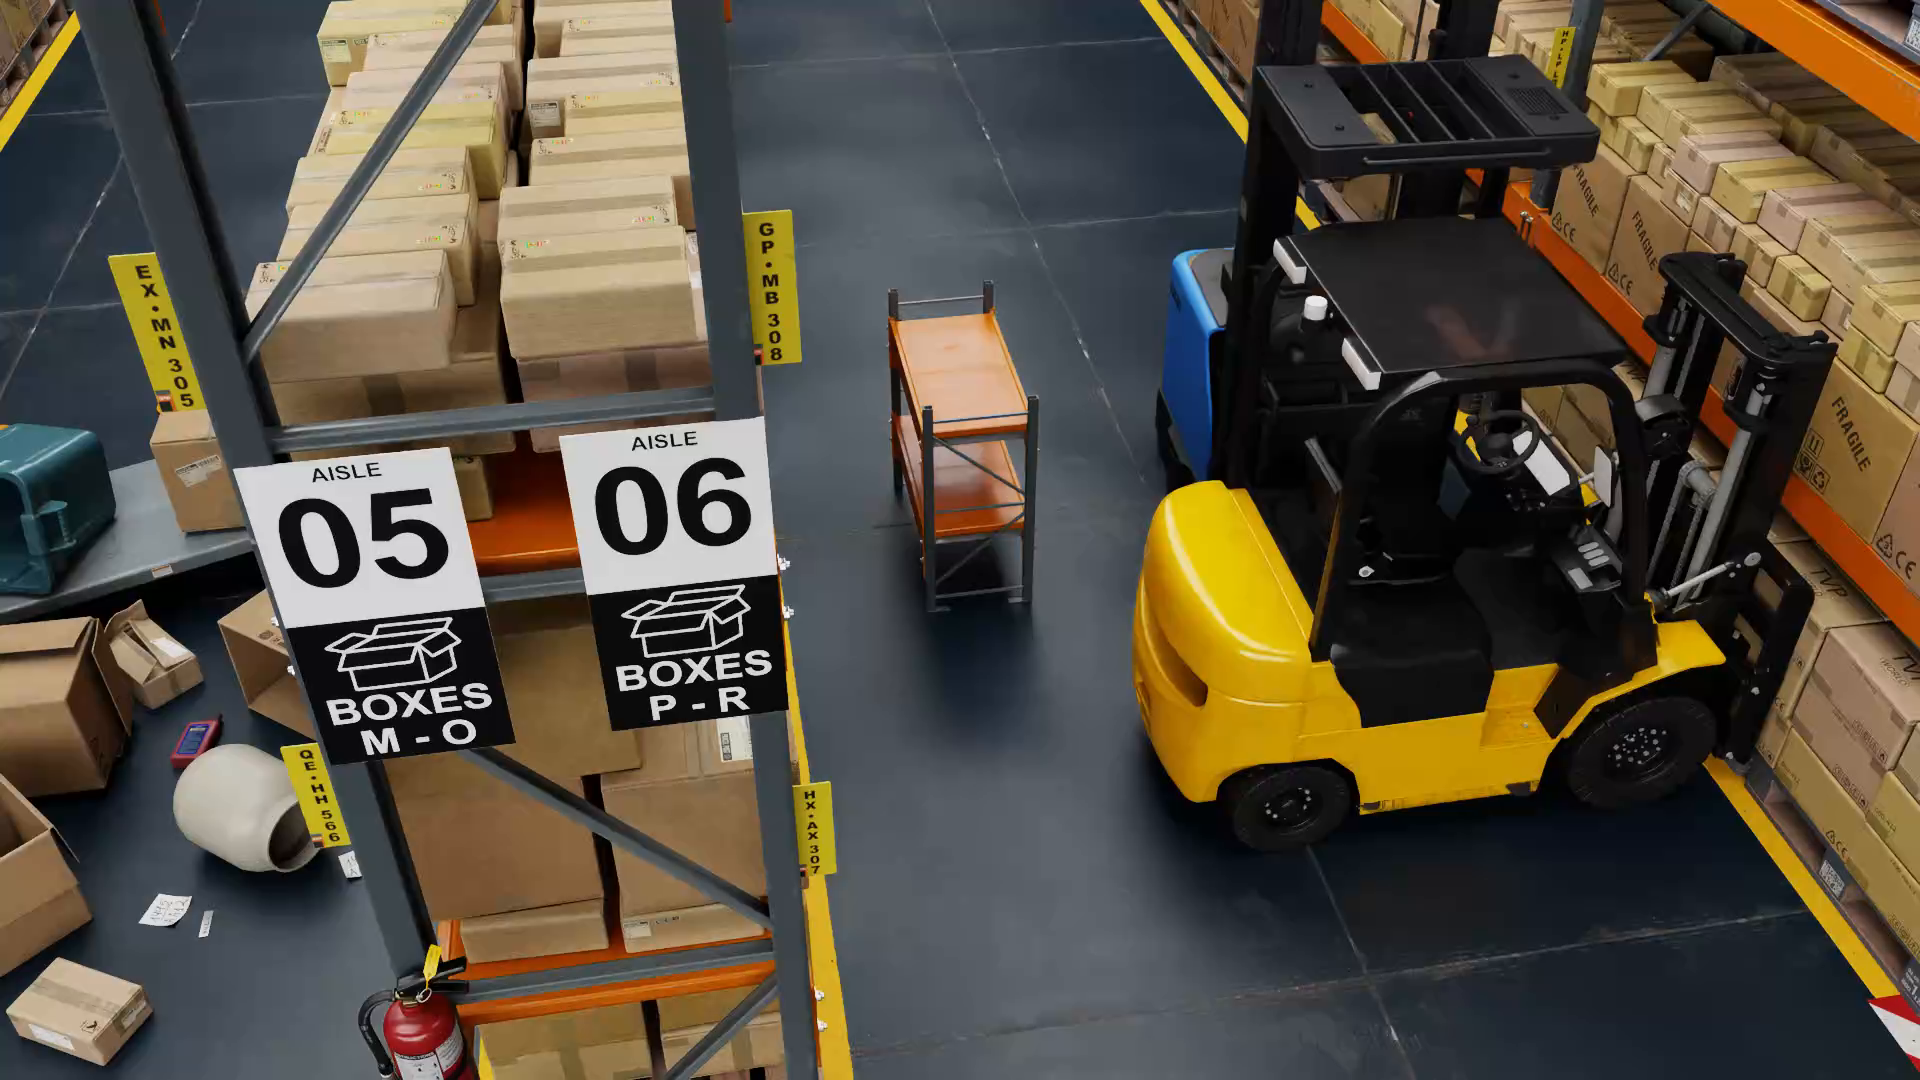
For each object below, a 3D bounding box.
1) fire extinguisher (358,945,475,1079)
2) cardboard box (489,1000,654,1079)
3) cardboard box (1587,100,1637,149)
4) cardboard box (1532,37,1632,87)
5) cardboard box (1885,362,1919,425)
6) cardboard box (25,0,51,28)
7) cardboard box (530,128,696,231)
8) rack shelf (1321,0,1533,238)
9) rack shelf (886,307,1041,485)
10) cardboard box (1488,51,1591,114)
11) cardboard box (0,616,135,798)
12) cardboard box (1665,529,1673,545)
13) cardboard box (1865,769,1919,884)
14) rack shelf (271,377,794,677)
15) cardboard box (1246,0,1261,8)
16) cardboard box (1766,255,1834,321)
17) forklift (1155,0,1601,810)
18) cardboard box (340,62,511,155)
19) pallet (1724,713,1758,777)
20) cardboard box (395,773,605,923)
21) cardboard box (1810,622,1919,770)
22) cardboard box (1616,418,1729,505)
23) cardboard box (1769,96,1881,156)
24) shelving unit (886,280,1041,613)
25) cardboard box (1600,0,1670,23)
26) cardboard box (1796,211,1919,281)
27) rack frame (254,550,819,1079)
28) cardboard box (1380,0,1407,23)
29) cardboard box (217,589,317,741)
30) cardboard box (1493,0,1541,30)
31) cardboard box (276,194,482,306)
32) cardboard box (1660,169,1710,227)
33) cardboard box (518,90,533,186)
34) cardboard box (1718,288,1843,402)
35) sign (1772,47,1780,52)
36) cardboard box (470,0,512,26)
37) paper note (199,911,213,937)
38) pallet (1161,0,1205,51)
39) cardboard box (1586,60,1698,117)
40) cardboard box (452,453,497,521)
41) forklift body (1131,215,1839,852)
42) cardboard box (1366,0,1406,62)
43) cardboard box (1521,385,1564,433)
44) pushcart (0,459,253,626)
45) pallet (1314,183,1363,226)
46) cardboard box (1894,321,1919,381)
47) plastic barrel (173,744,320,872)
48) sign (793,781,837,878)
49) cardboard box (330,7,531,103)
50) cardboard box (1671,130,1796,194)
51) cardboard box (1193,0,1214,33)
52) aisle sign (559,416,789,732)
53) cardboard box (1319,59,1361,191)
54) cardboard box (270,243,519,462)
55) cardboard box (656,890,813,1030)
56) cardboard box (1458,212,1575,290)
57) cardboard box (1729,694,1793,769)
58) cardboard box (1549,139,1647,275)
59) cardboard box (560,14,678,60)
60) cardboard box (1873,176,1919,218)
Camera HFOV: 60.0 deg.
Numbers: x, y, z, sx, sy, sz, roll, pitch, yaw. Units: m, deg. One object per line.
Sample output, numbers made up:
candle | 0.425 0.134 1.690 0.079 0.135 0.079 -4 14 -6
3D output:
fire extinguisher | -1.327 1.263 4.142 0.296 0.674 0.183 -6 38 -8
cardboard box | -1.305 1.560 5.596 0.500 0.250 0.500 -6 38 -8
cardboard box | 3.088 -1.913 7.557 0.380 0.149 0.250 -7 38 -9
cardboard box | 3.013 -2.316 8.076 0.380 0.149 0.250 -5 38 -6
cardboard box | 3.471 -0.519 5.762 0.380 0.149 0.250 -7 38 -9
cardboard box | -7.476 -4.299 12.934 0.500 0.500 0.500 -7 38 -9
cardboard box | -0.798 -0.831 3.885 0.380 0.149 0.250 -6 38 -8
rack shelf | 2.940 -2.762 9.847 1.077 0.370 4.000 -6 38 -8
rack shelf | -0.001 -0.679 7.631 0.538 0.278 1.000 -6 38 -8
cardboard box | 2.953 -2.246 8.310 0.500 0.250 0.500 -7 38 -9
cardboard box | -3.866 0.694 6.736 0.797 0.637 0.503 -6 38 -8
cardboard box | 3.327 0.124 7.037 0.500 0.250 0.500 -6 38 -8
cardboard box | 3.599 1.040 5.858 0.500 0.250 0.500 -7 38 -9
rack shelf | -1.244 -0.995 5.127 1.077 0.370 4.000 -6 38 -8
cardboard box | 2.254 -3.960 11.969 0.380 0.149 0.250 -8 39 -10
cardboard box | 3.339 -0.977 6.352 0.380 0.149 0.250 -7 38 -9
forklift | 1.723 -0.884 6.899 1.130 2.935 3.031 -4 38 -5
cardboard box | -1.344 -1.078 4.203 0.380 0.149 0.250 -6 38 -8
pallet | 3.607 0.486 7.352 1.003 0.211 1.213 -6 38 -8
cardboard box | -1.260 0.659 4.533 0.500 0.500 0.500 -7 38 -9
cardboard box | 3.509 0.551 6.080 0.500 0.250 0.500 -6 38 -7
cardboard box | 3.245 -0.378 7.275 0.500 0.250 0.500 -5 38 -6
cardboard box | 3.707 -1.777 7.139 0.380 0.149 0.250 -7 38 -8
shelving unit | -0.001 -0.448 7.810 0.538 1.125 1.048 -6 38 -8
cardboard box | 3.402 -2.688 8.555 0.380 0.149 0.250 -6 38 -8
cardboard box | 3.420 -1.109 6.279 0.380 0.149 0.250 -6 38 -8
rack frame | -0.894 1.114 4.271 1.000 3.000 0.127 -6 38 -8
cardboard box | 2.702 -3.172 9.502 0.500 0.250 0.500 -6 38 -7
cardboard box | -2.747 0.478 7.126 0.500 0.500 0.500 19 42 23
cardboard box | 2.782 -2.768 8.658 0.380 0.149 0.250 -7 38 -9
cardboard box | -1.251 -0.619 3.611 0.380 0.149 0.250 -6 38 -7
cardboard box | 3.178 -1.445 6.955 0.380 0.149 0.250 -5 38 -7
cardboard box | -0.913 -1.076 4.525 0.500 0.250 0.500 -5 38 -7
cardboard box | 3.377 -0.657 6.469 0.500 0.500 0.500 -6 38 -8
sign | 3.837 -2.272 7.859 0.100 0.325 0.005 -6 38 -8
cardboard box | -1.507 -1.547 4.806 0.380 0.149 0.250 -6 38 -7
paper note | -2.846 1.448 6.277 0.032 0.001 0.123 -6 38 -8
pallet | 2.286 -4.343 13.569 1.003 0.211 1.213 -6 38 -8
cardboard box | 3.055 -2.027 7.461 0.380 0.149 0.250 -5 38 -7
cardboard box | -1.232 -0.157 3.667 0.380 0.149 0.250 -6 38 -8
forklift body | 1.864 -0.036 6.443 2.313 2.155 1.214 -6 38 -8
cardboard box | 2.697 -2.973 9.653 0.500 0.250 0.500 -5 38 -6
cardboard box | 3.072 -0.790 8.214 0.500 0.250 0.500 -6 38 -8
pushcart | -3.831 0.009 7.831 1.648 0.377 0.936 -20 42 -23
pallet | 2.906 -1.916 10.444 1.003 0.211 1.213 -6 38 -8
cardboard box | 3.450 -0.634 5.668 0.380 0.149 0.250 -5 38 -7
plastic barrel | -2.746 1.047 6.458 0.512 0.421 0.421 19 42 23
sign | -0.360 0.714 4.081 0.100 0.325 0.005 -6 38 -8
cardboard box | -1.522 -1.331 4.852 0.500 0.250 0.500 -6 38 -8
cardboard box | 3.187 -1.559 6.859 0.380 0.149 0.250 -5 38 -7
cardboard box | 2.132 -4.284 12.915 0.500 0.500 0.500 -5 38 -6
aisle sign | -0.578 0.091 3.468 0.394 0.787 0.004 -6 38 -8
cardboard box | 2.808 -2.710 10.787 0.875 0.625 0.625 -5 38 -6
cardboard box | -1.249 -0.409 3.666 0.500 0.250 0.500 -7 38 -9
cardboard box | -0.768 1.206 5.440 0.500 0.500 0.500 -7 38 -9
cardboard box | 3.189 -1.380 9.075 0.875 0.625 0.625 -5 38 -6
cardboard box | 3.442 0.643 6.776 0.500 0.250 0.500 -6 38 -7
cardboard box | 3.112 -1.582 7.659 0.500 0.500 0.500 -7 38 -9
cardboard box | -0.872 -1.297 4.484 0.380 0.149 0.250 -5 38 -7
cardboard box | 3.837 -1.314 6.544 0.380 0.149 0.250 -7 38 -8
